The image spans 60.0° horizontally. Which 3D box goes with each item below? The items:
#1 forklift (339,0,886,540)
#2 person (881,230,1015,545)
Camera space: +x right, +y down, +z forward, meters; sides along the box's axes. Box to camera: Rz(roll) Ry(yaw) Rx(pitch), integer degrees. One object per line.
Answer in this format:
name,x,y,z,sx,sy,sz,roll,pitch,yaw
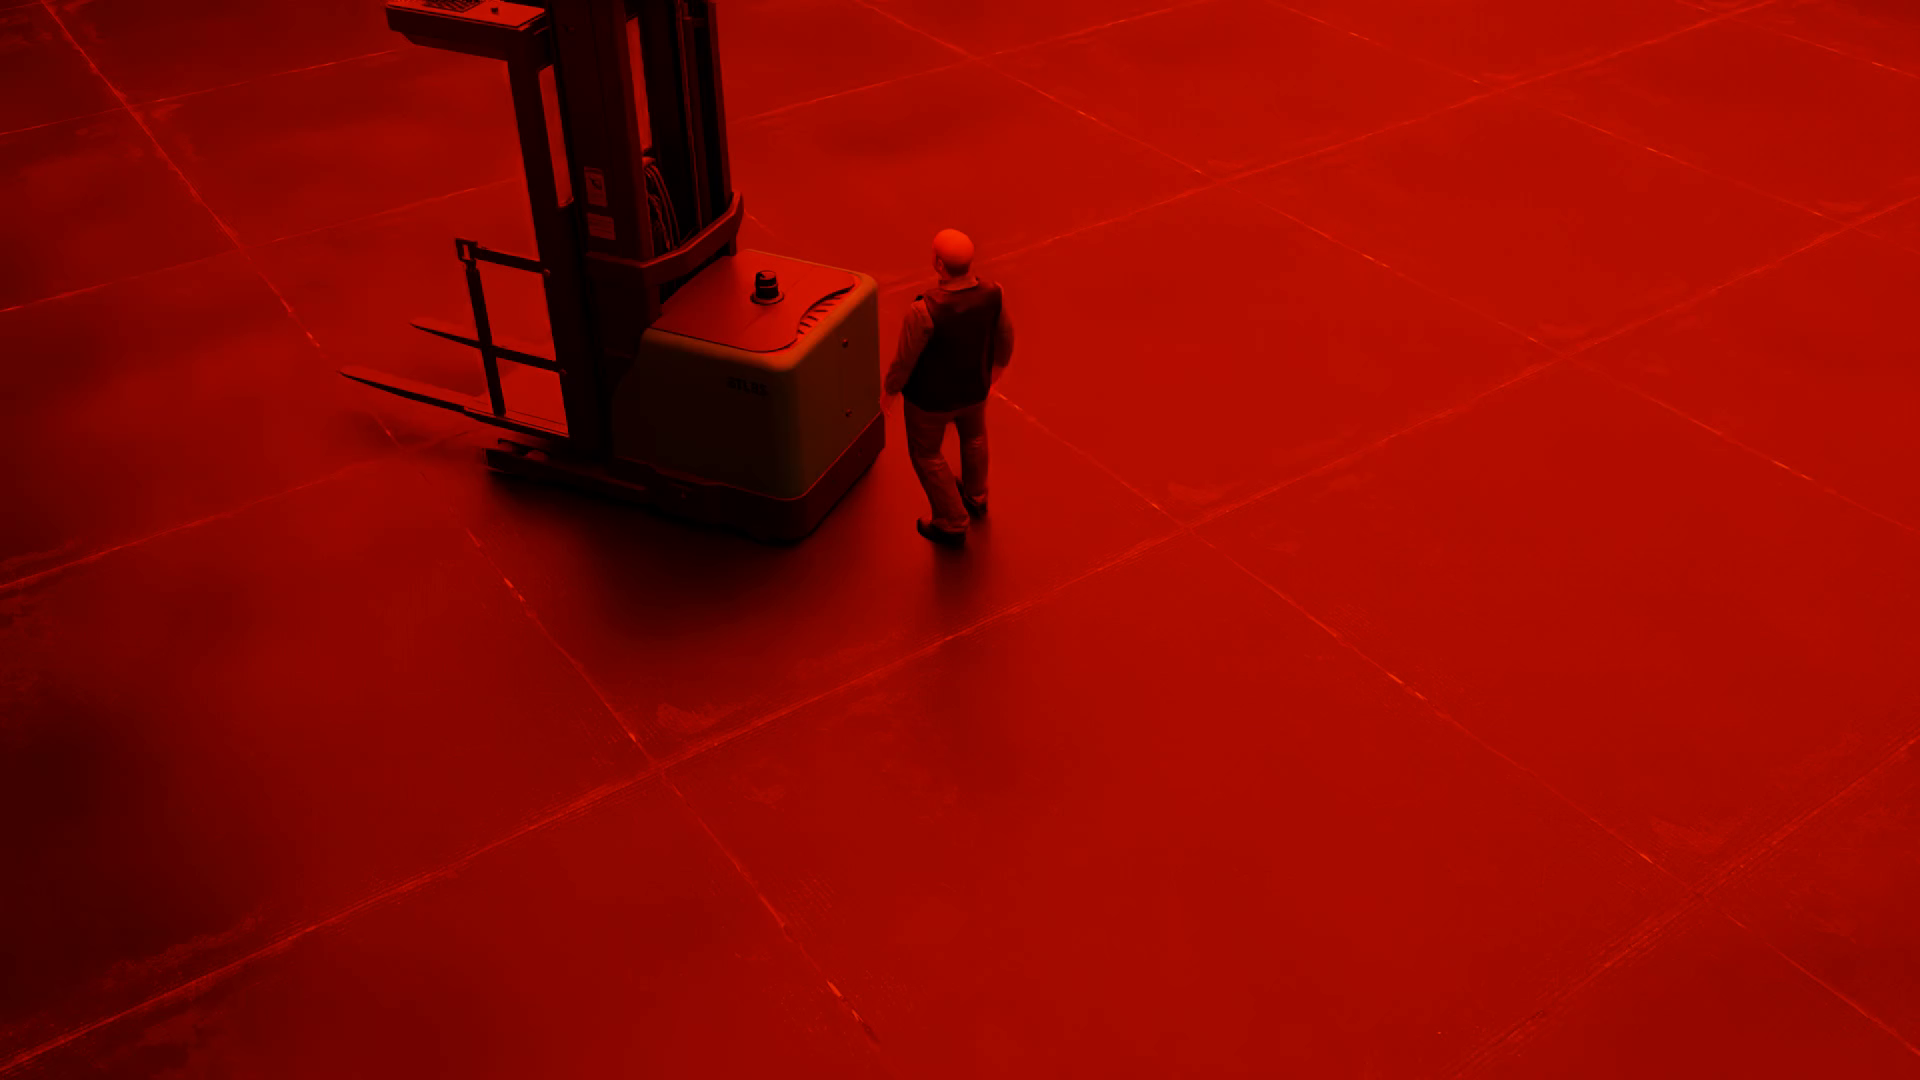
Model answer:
forklift,-1.963,-1.756,8.319,3.031,2.935,1.130,15,39,19
person,-0.080,-0.763,8.037,0.670,1.705,0.577,-18,40,-23
